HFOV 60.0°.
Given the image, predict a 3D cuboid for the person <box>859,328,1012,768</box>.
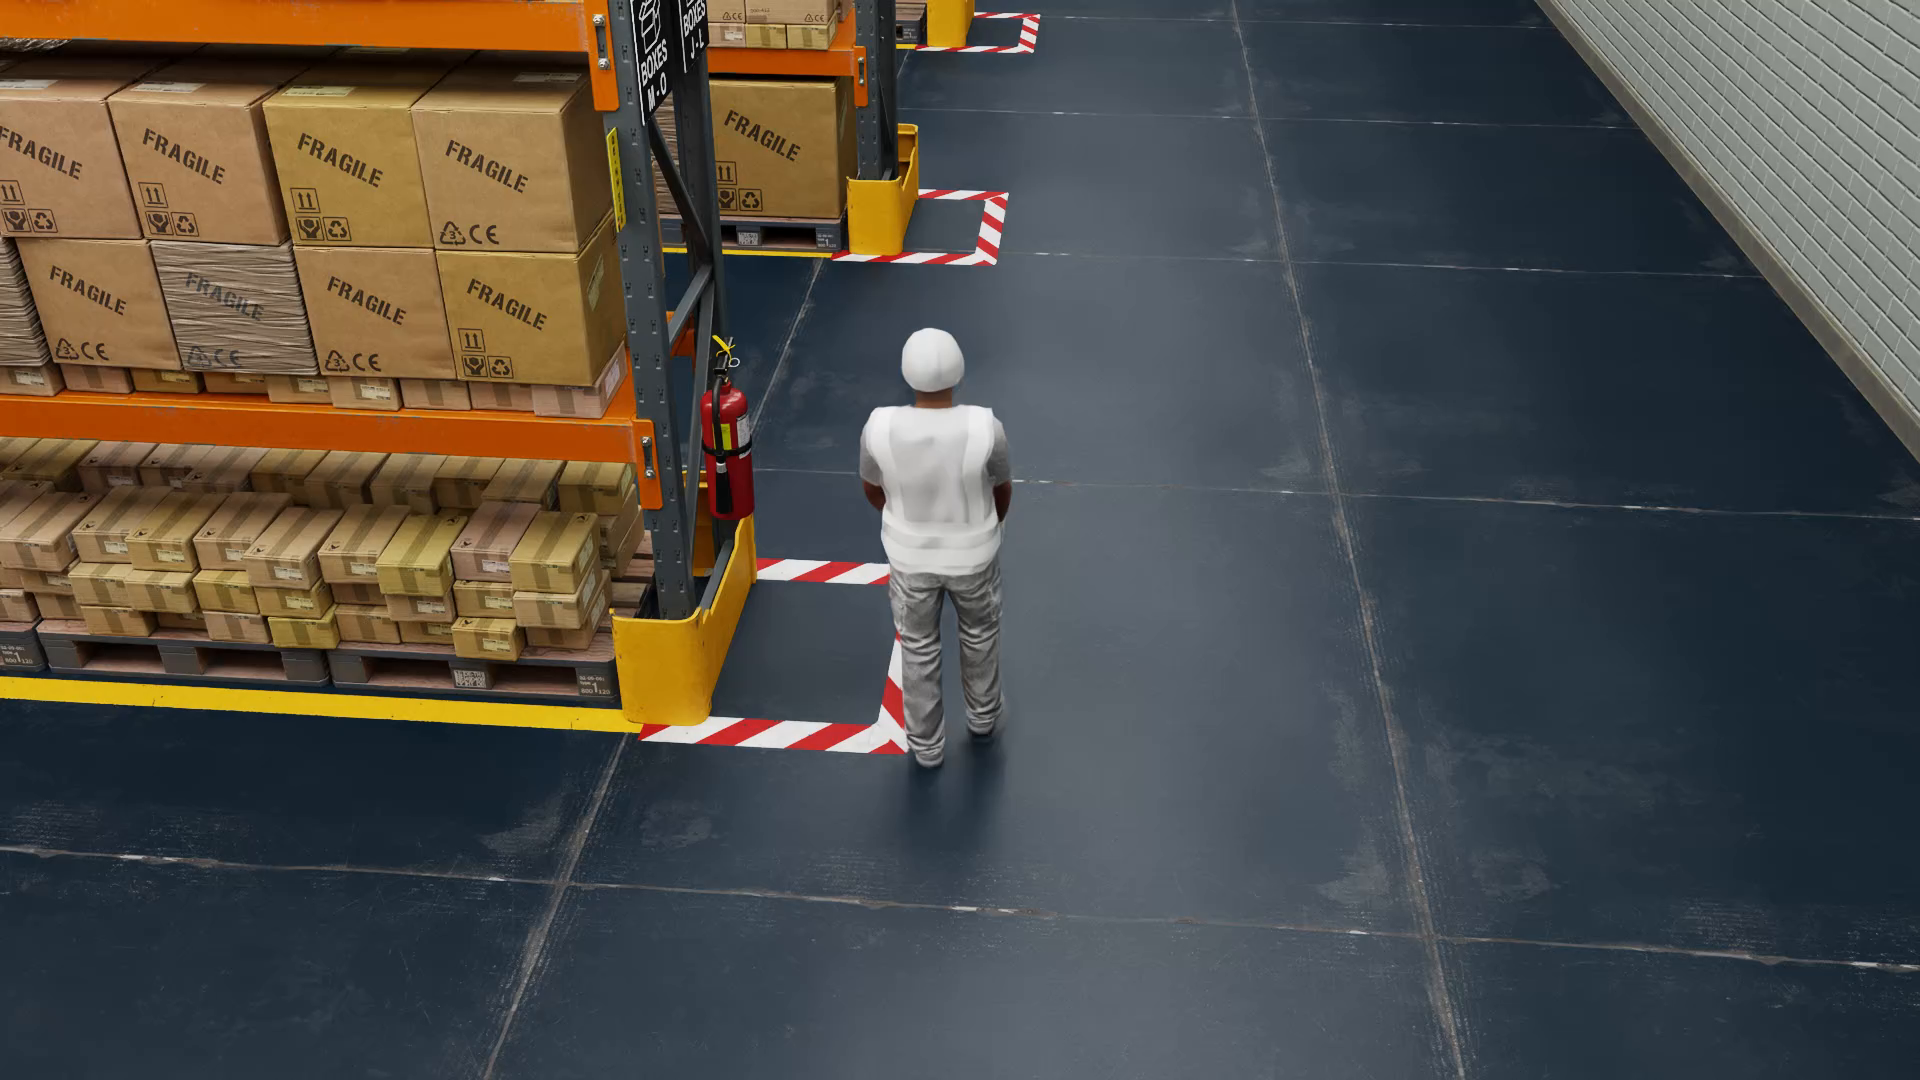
[{"bbox_3d":[-0.081,-0.008,6.110,0.540,1.785,0.551,1,32,2],"label":"person"}]
